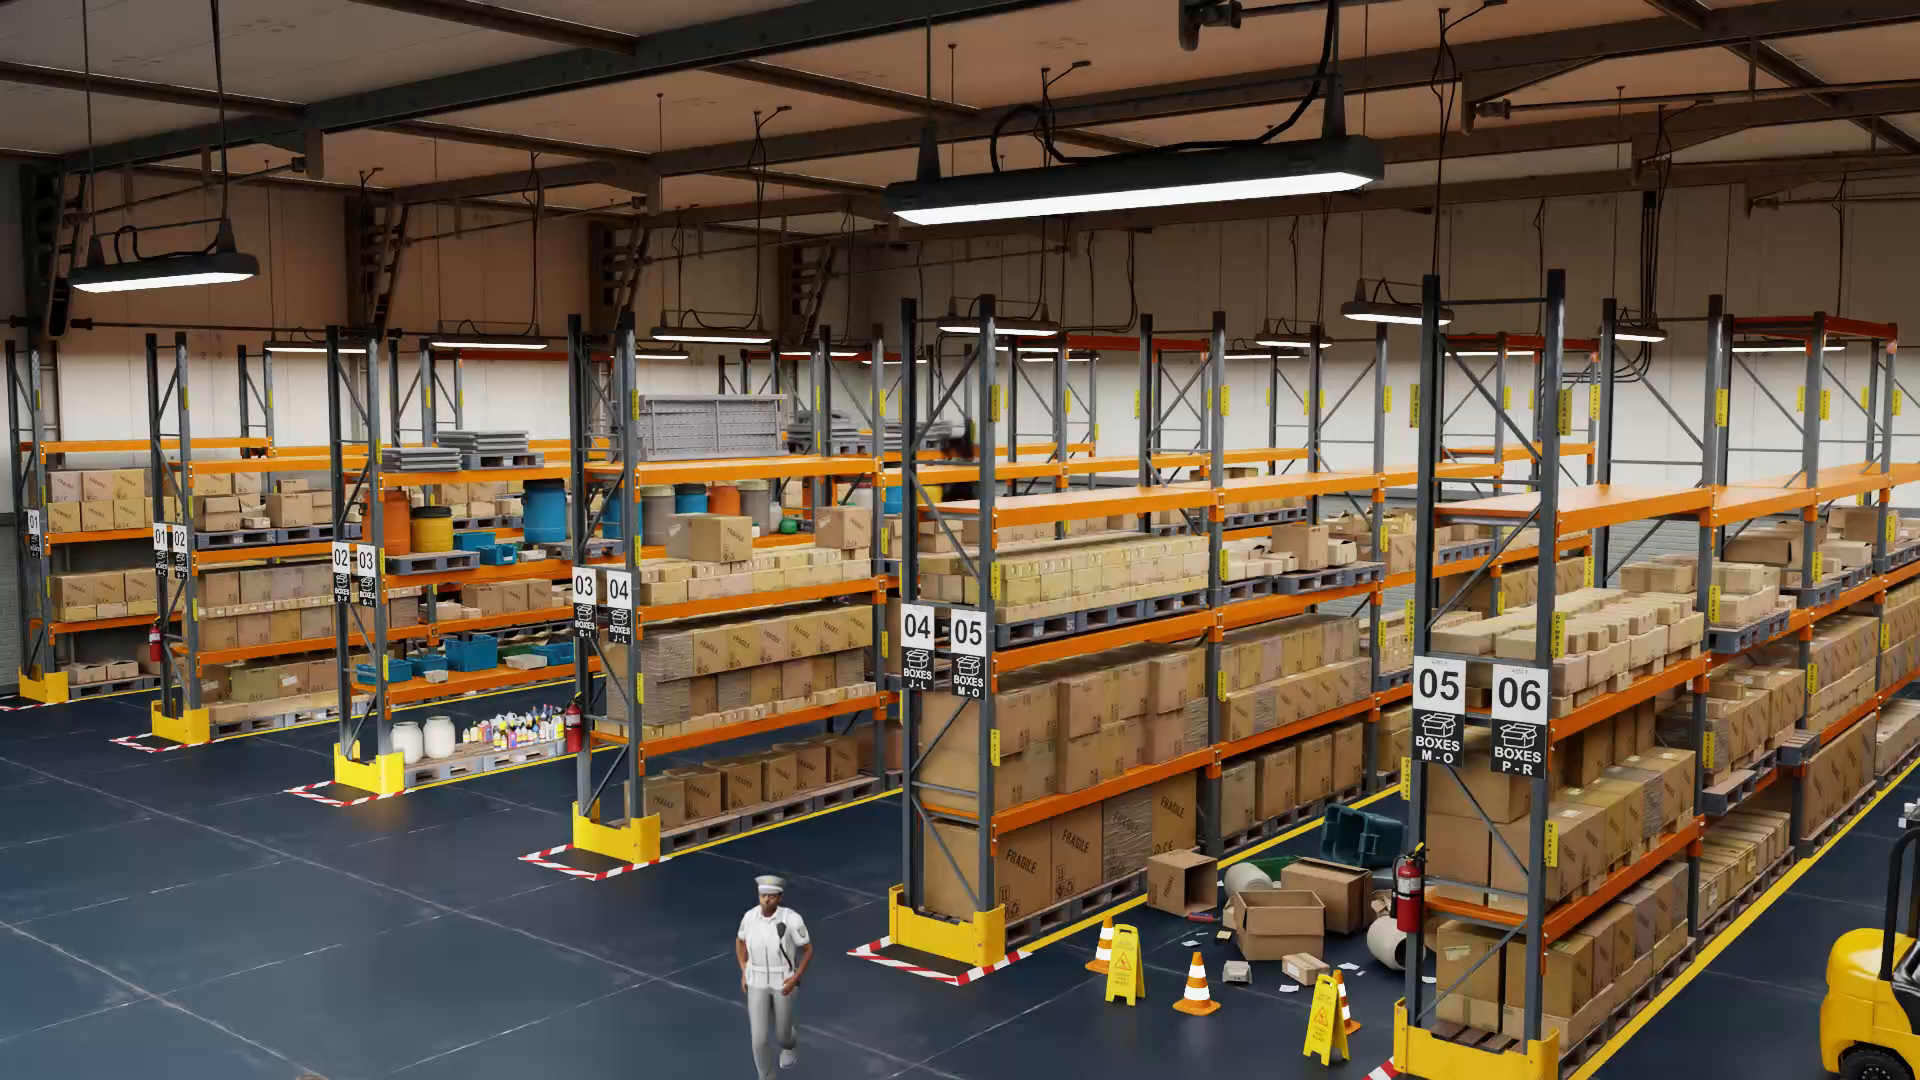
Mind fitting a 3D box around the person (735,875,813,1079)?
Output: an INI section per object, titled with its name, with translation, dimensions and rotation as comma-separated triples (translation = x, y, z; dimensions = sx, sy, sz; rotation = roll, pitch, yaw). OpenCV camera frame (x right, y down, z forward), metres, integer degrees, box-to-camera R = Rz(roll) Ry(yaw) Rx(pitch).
[person]
translation = -1.367, 3.250, 12.233
dimensions = 0.596, 1.691, 0.742
rotation = 0, 5, 4
